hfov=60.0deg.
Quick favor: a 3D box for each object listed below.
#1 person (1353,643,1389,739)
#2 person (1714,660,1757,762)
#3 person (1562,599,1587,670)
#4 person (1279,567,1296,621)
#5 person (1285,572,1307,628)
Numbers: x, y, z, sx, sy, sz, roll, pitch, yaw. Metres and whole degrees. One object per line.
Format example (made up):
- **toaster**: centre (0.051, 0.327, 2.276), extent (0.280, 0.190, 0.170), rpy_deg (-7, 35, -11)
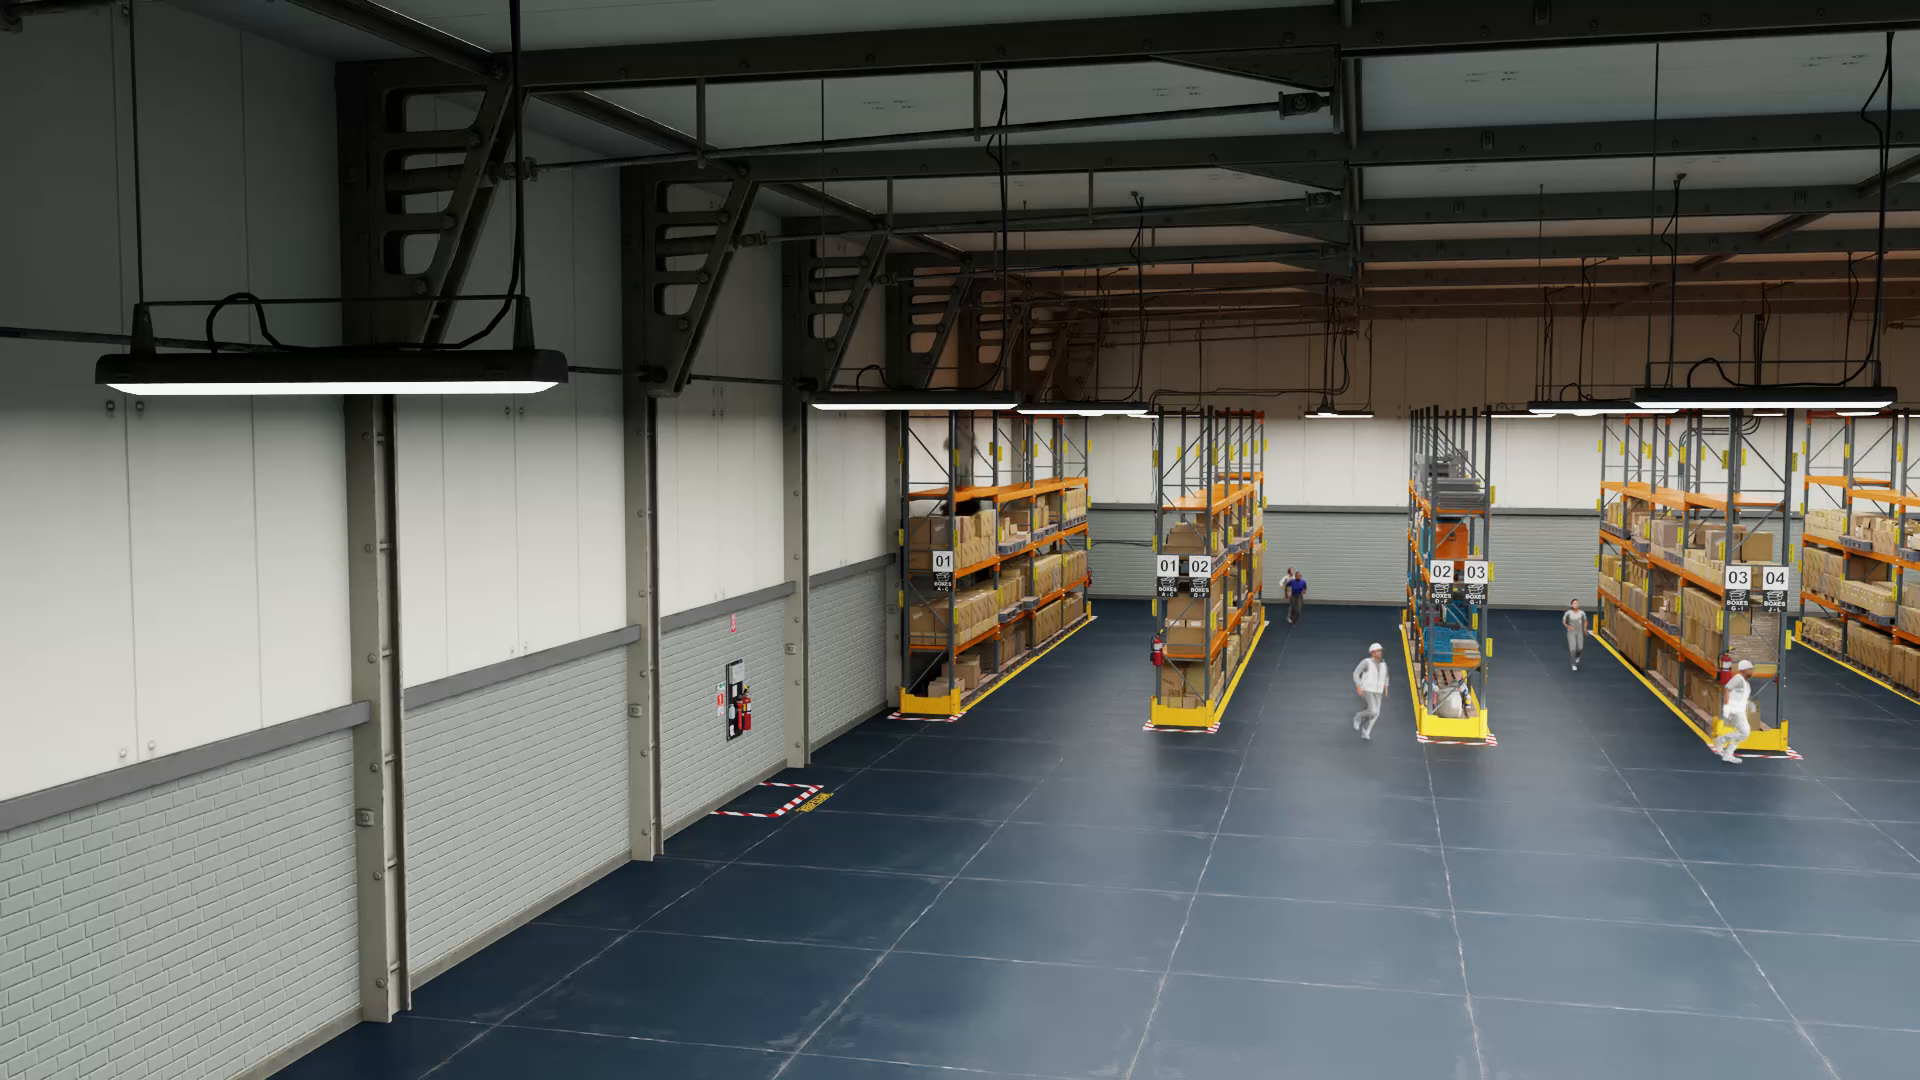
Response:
- **person**: centre (7.483, 2.721, 30.025), extent (0.683, 1.699, 0.533), rpy_deg (-2, 4, -20)
- **person**: centre (13.009, 2.862, 27.900), extent (0.624, 1.717, 0.692), rpy_deg (2, 5, 30)
- **person**: centre (14.161, 2.173, 38.262), extent (0.564, 1.629, 0.509), rpy_deg (1, 4, 11)
- **person**: centre (9.336, 1.574, 46.930), extent (0.537, 1.618, 0.673), rpy_deg (-2, 5, -30)
- **person**: centre (9.303, 1.654, 46.003), extent (0.563, 1.590, 0.687), rpy_deg (0, 4, -2)
